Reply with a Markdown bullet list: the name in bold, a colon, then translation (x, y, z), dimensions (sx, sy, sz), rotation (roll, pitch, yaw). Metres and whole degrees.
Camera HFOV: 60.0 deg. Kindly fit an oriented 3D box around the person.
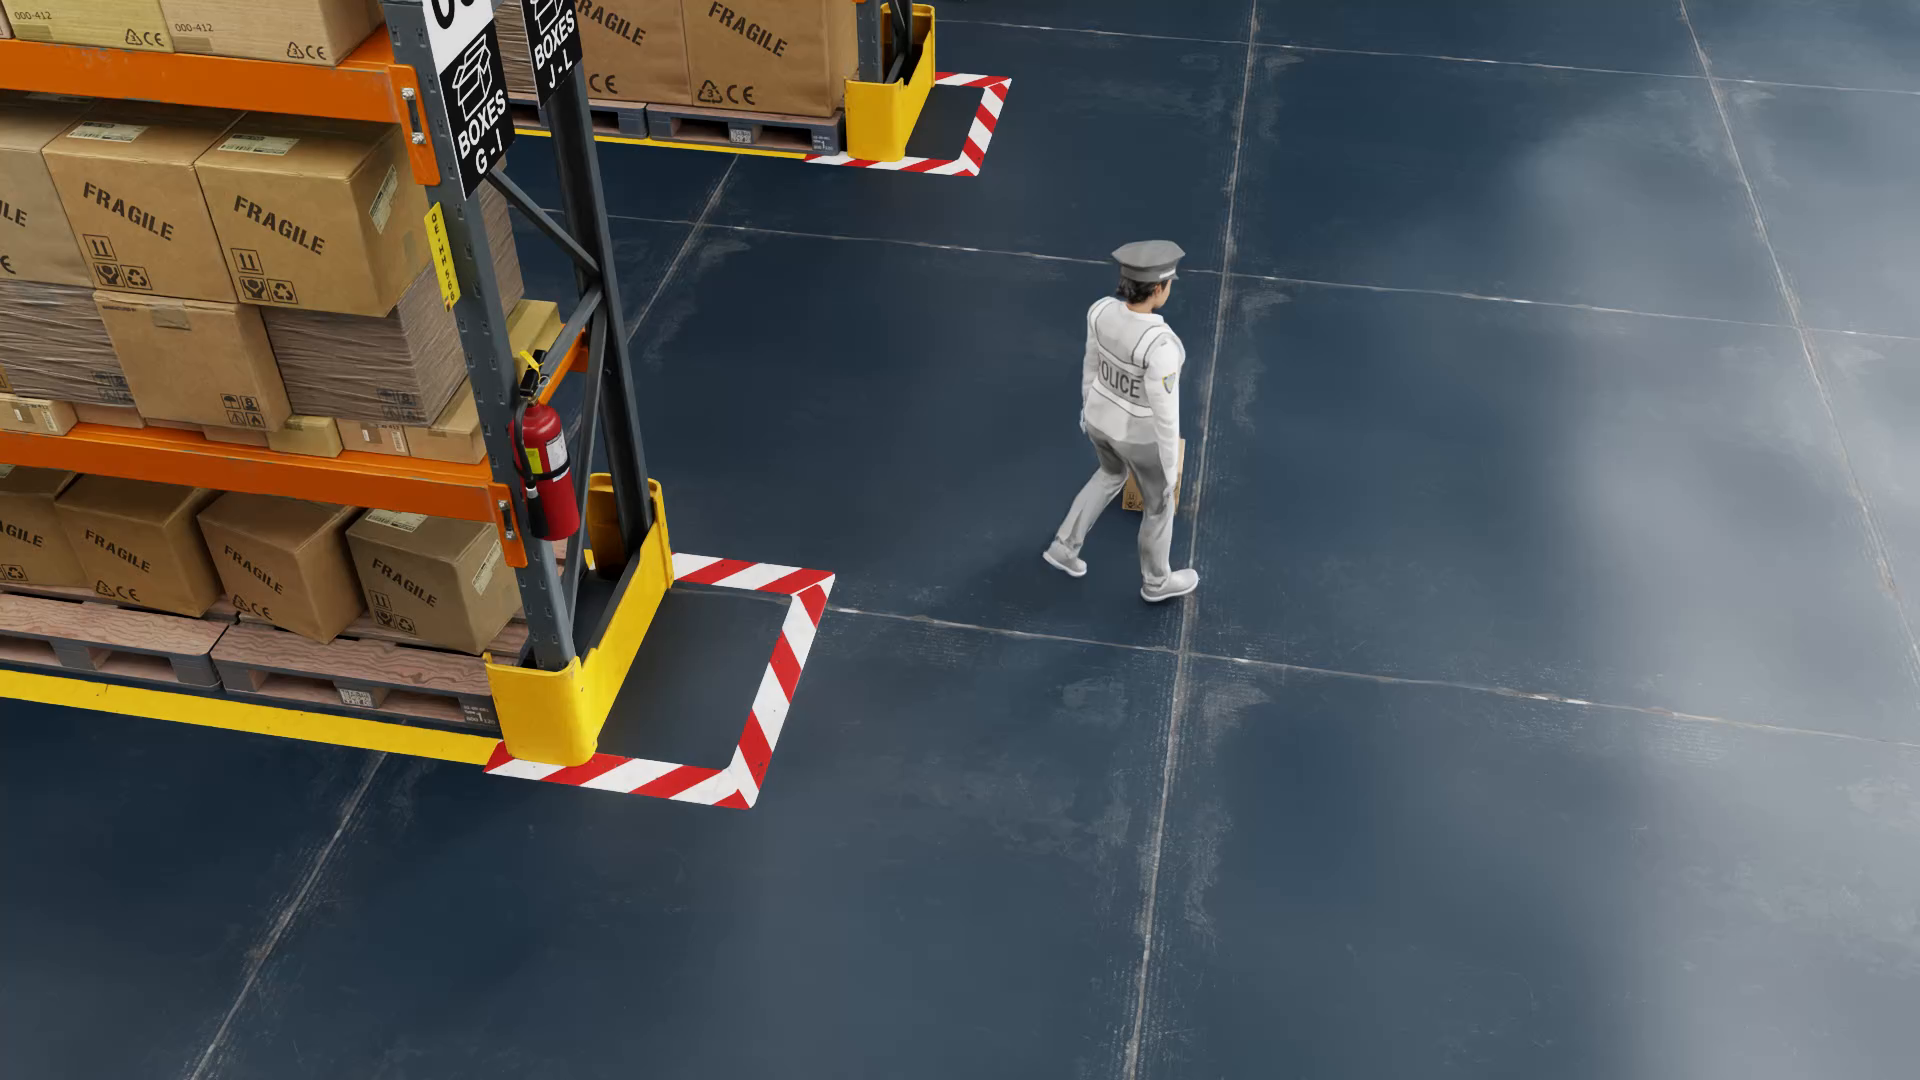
- **person**: translation (0.681, -0.430, 6.639), dimensions (0.587, 1.658, 0.546), rotation (-29, 49, -29)
